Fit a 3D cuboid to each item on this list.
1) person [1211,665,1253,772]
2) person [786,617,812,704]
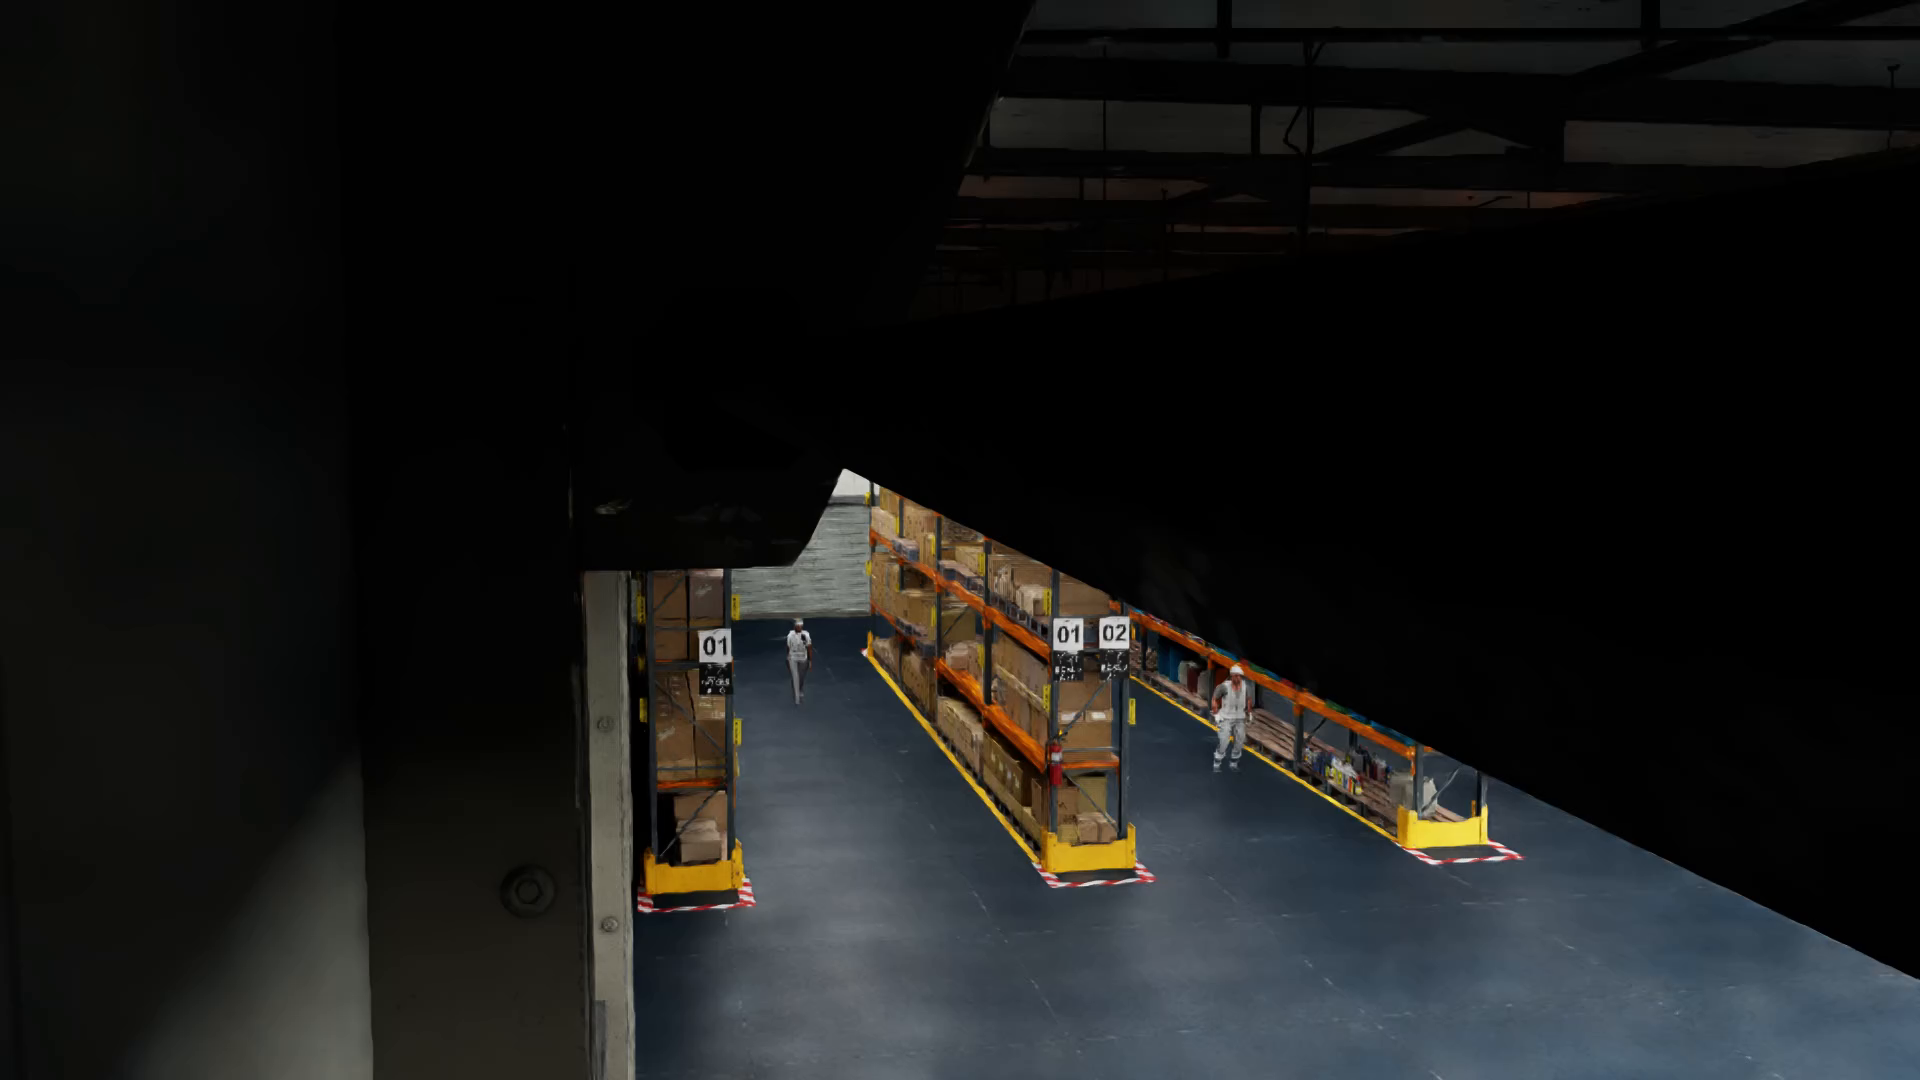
[{"bbox_3d":[4.232,2.779,25.828,0.677,1.742,0.552,-1,6,-12],"label":"person"},{"bbox_3d":[-3.023,2.243,31.365,0.463,1.625,0.989,-1,6,-12],"label":"person"}]
